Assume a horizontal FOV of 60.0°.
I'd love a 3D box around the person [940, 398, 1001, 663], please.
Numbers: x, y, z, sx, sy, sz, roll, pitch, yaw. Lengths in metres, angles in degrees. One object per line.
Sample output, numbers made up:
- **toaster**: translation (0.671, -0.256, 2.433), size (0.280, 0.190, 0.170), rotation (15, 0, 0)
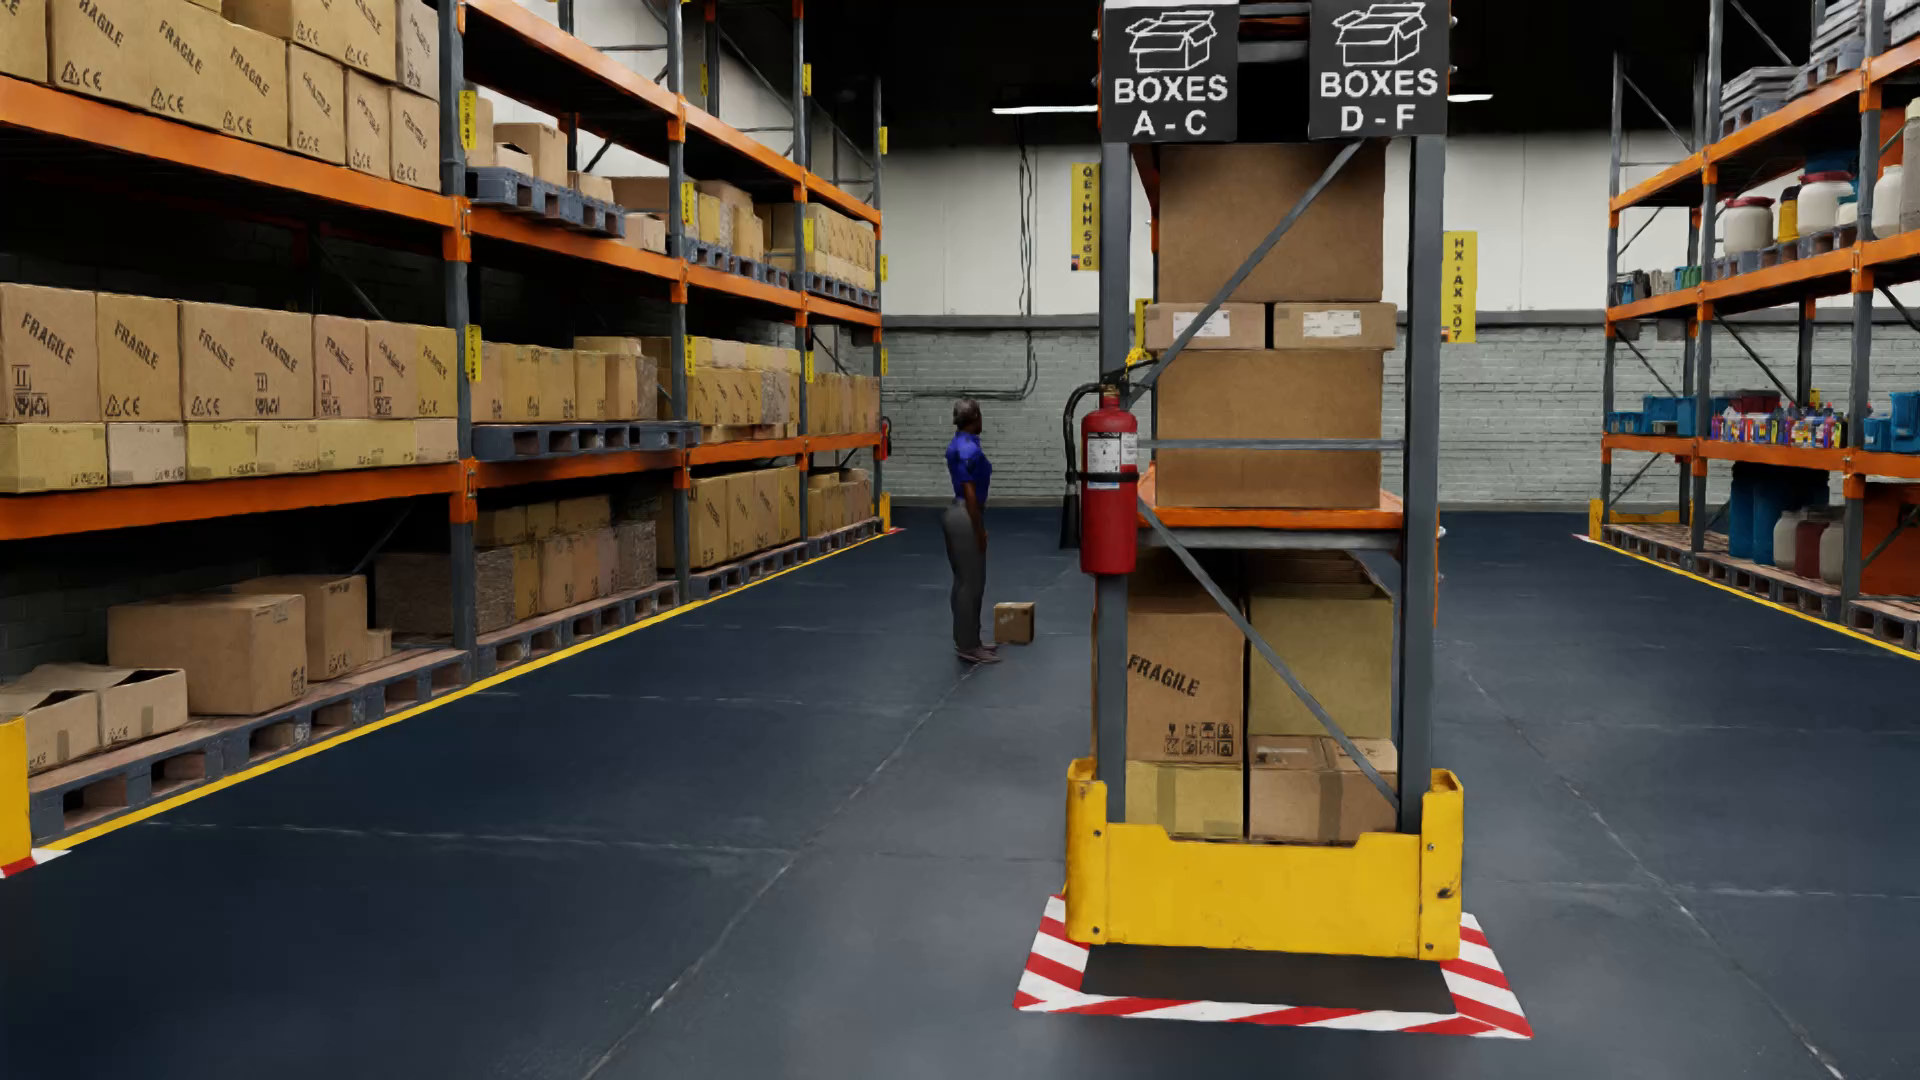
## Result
- **person**: translation (0.069, -0.063, 10.706), size (0.372, 1.698, 0.497), rotation (-1, 5, -10)
